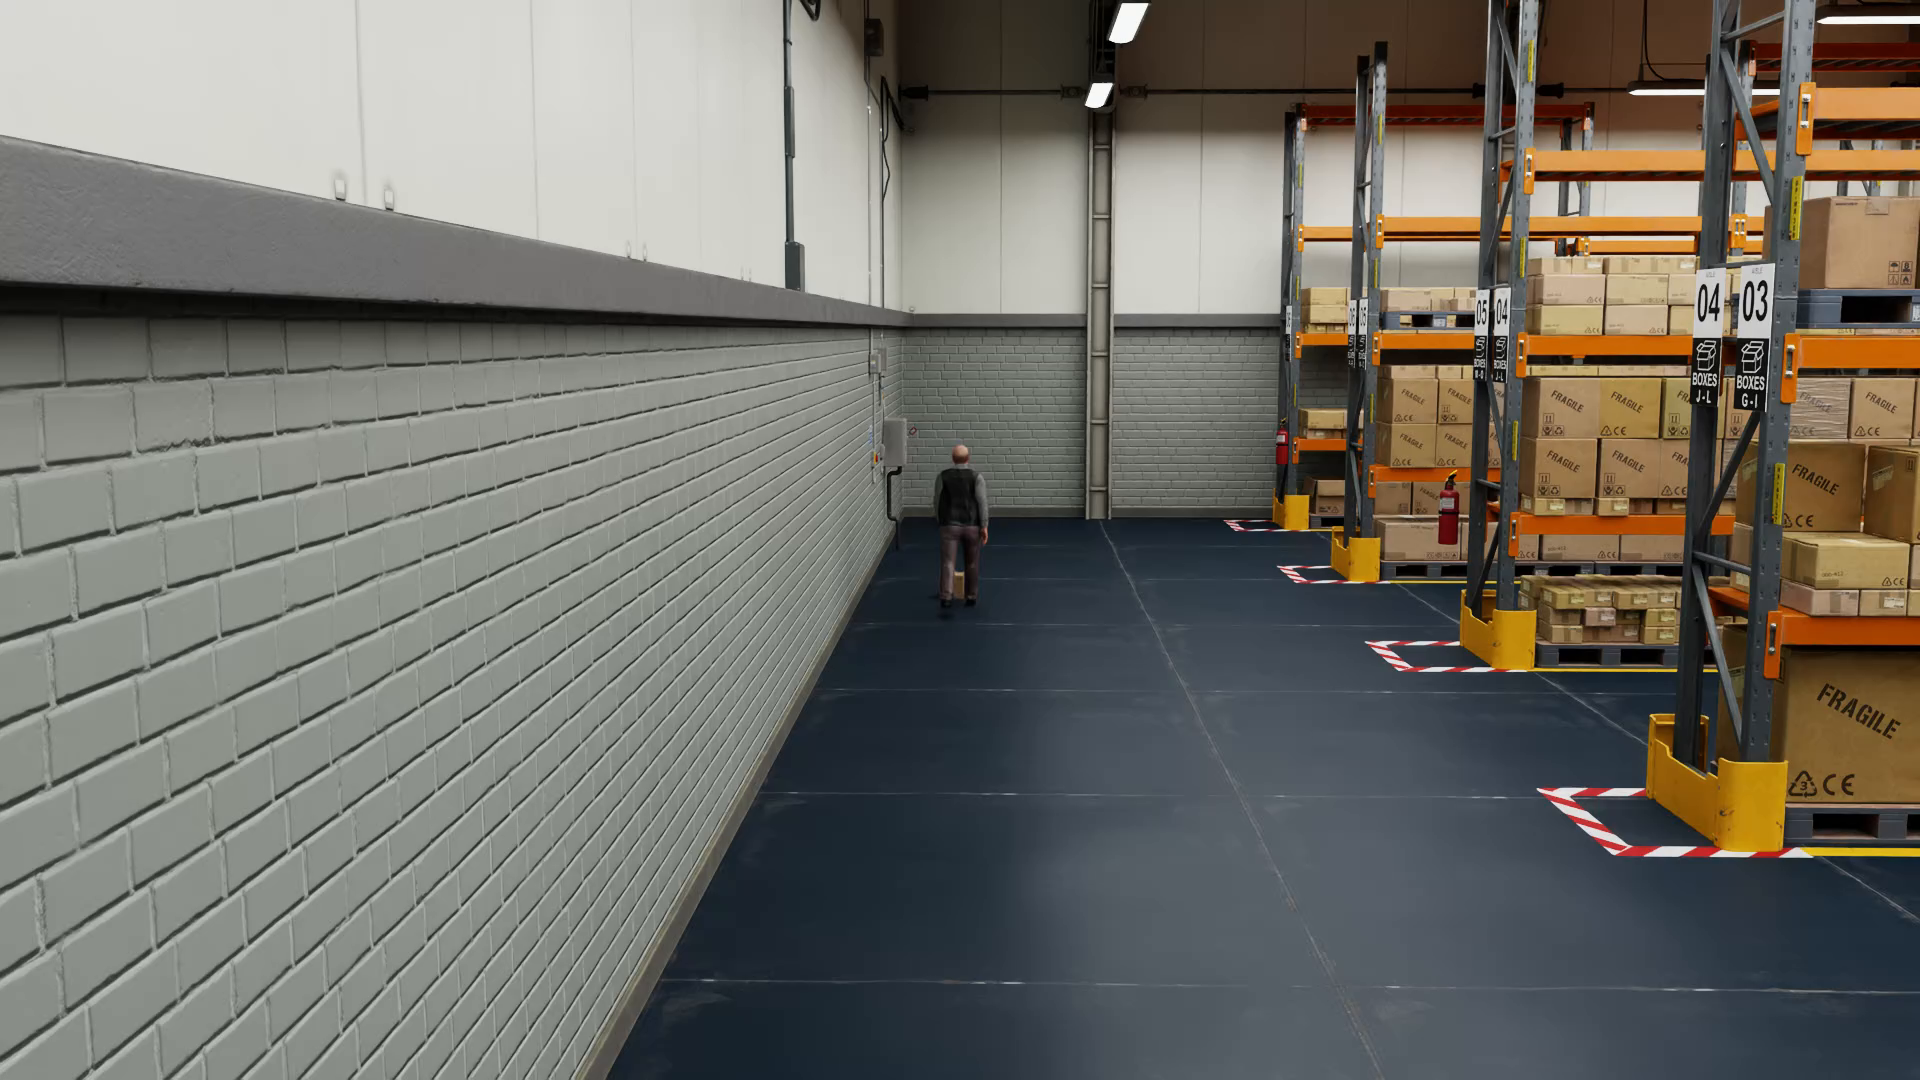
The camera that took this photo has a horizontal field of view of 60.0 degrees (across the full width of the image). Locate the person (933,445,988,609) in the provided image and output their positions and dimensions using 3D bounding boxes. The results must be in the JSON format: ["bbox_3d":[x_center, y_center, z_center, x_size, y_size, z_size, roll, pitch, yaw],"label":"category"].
[{"bbox_3d":[0.007,-0.127,16.967,0.559,1.682,1.047,0,7,-2],"label":"person"}]
